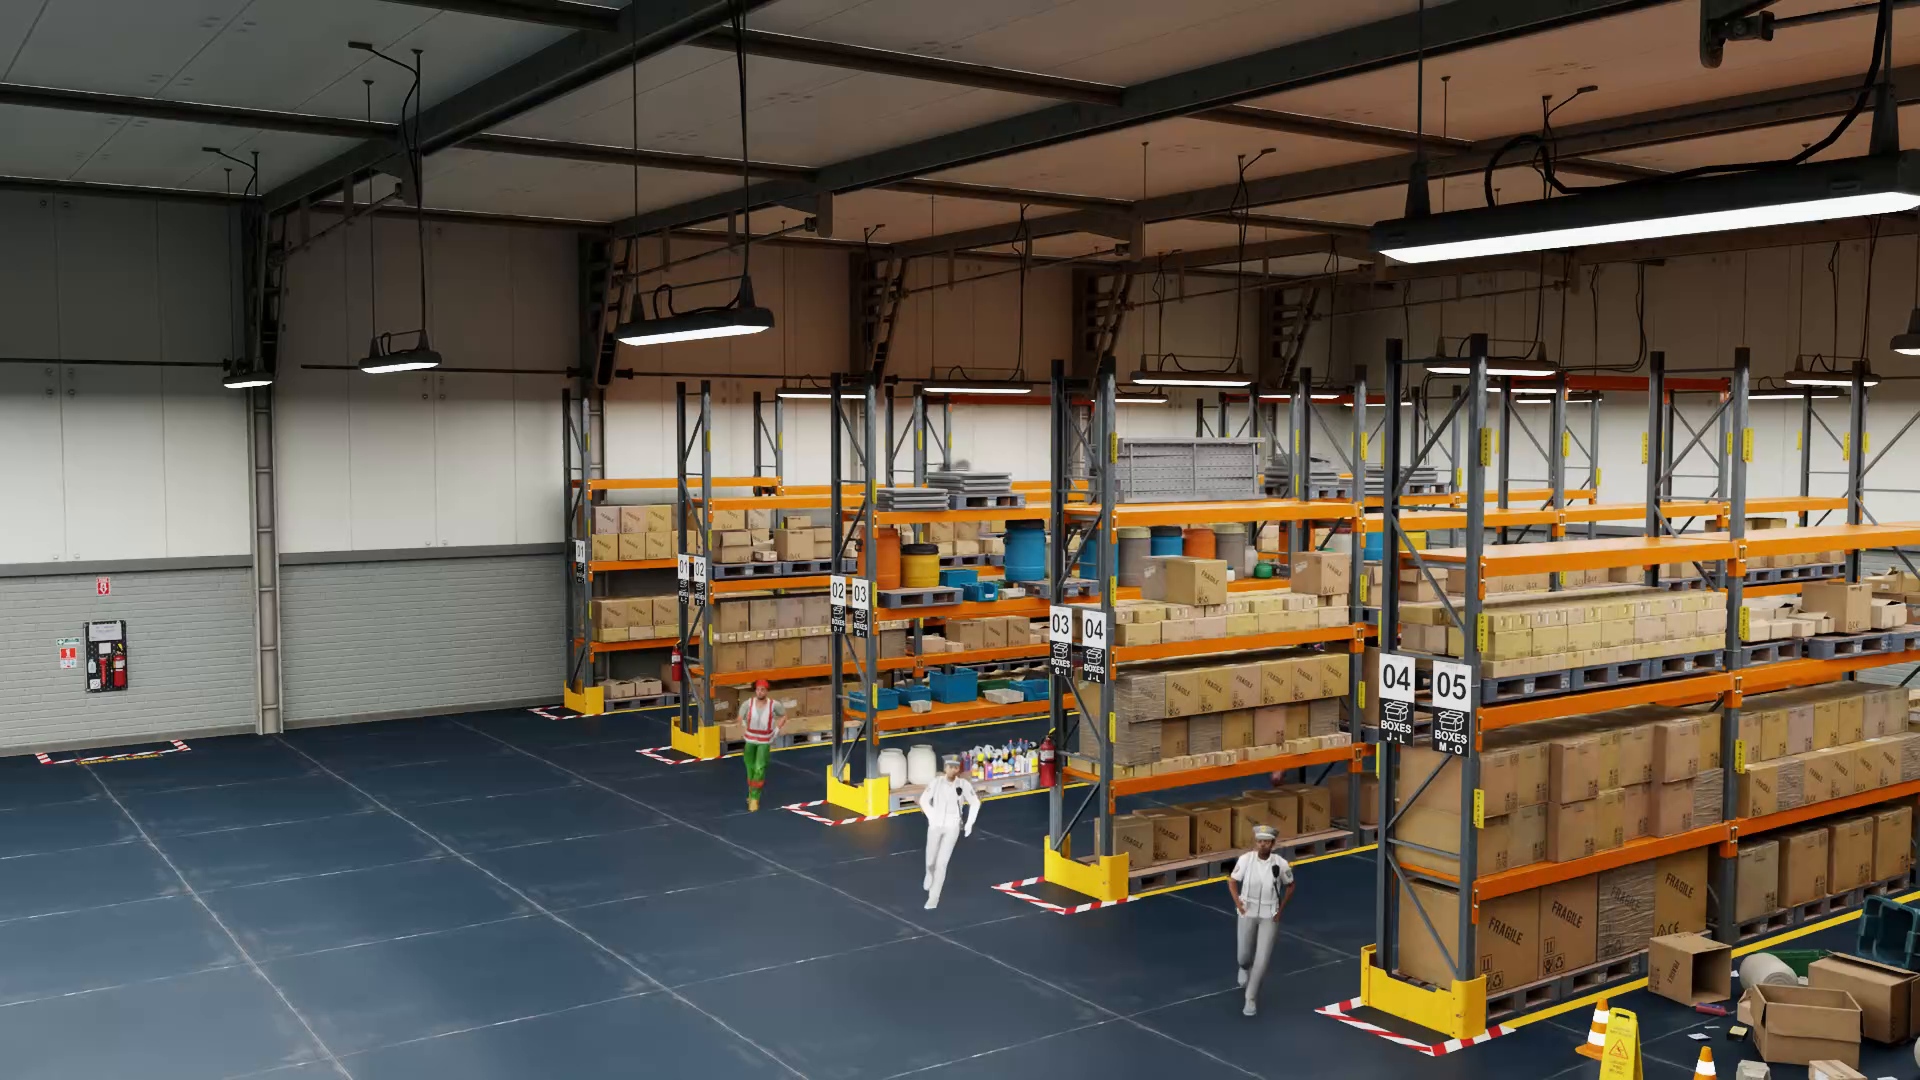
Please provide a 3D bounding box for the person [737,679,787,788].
[{"bbox_3d":[-2.028,2.267,28.915,1.026,1.500,12.671,1,4,8],"label":"person"}]

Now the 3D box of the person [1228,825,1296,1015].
[{"bbox_3d":[2.728,3.383,15.037,0.601,1.674,0.683,1,4,13],"label":"person"}]

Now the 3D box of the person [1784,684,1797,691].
[{"bbox_3d":[11.977,2.820,24.011,0.569,1.463,0.539,-3,5,-37],"label":"person"}]

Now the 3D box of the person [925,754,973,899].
[{"bbox_3d":[-0.123,3.130,18.365,0.565,1.603,0.581,0,4,6],"label":"person"}]
